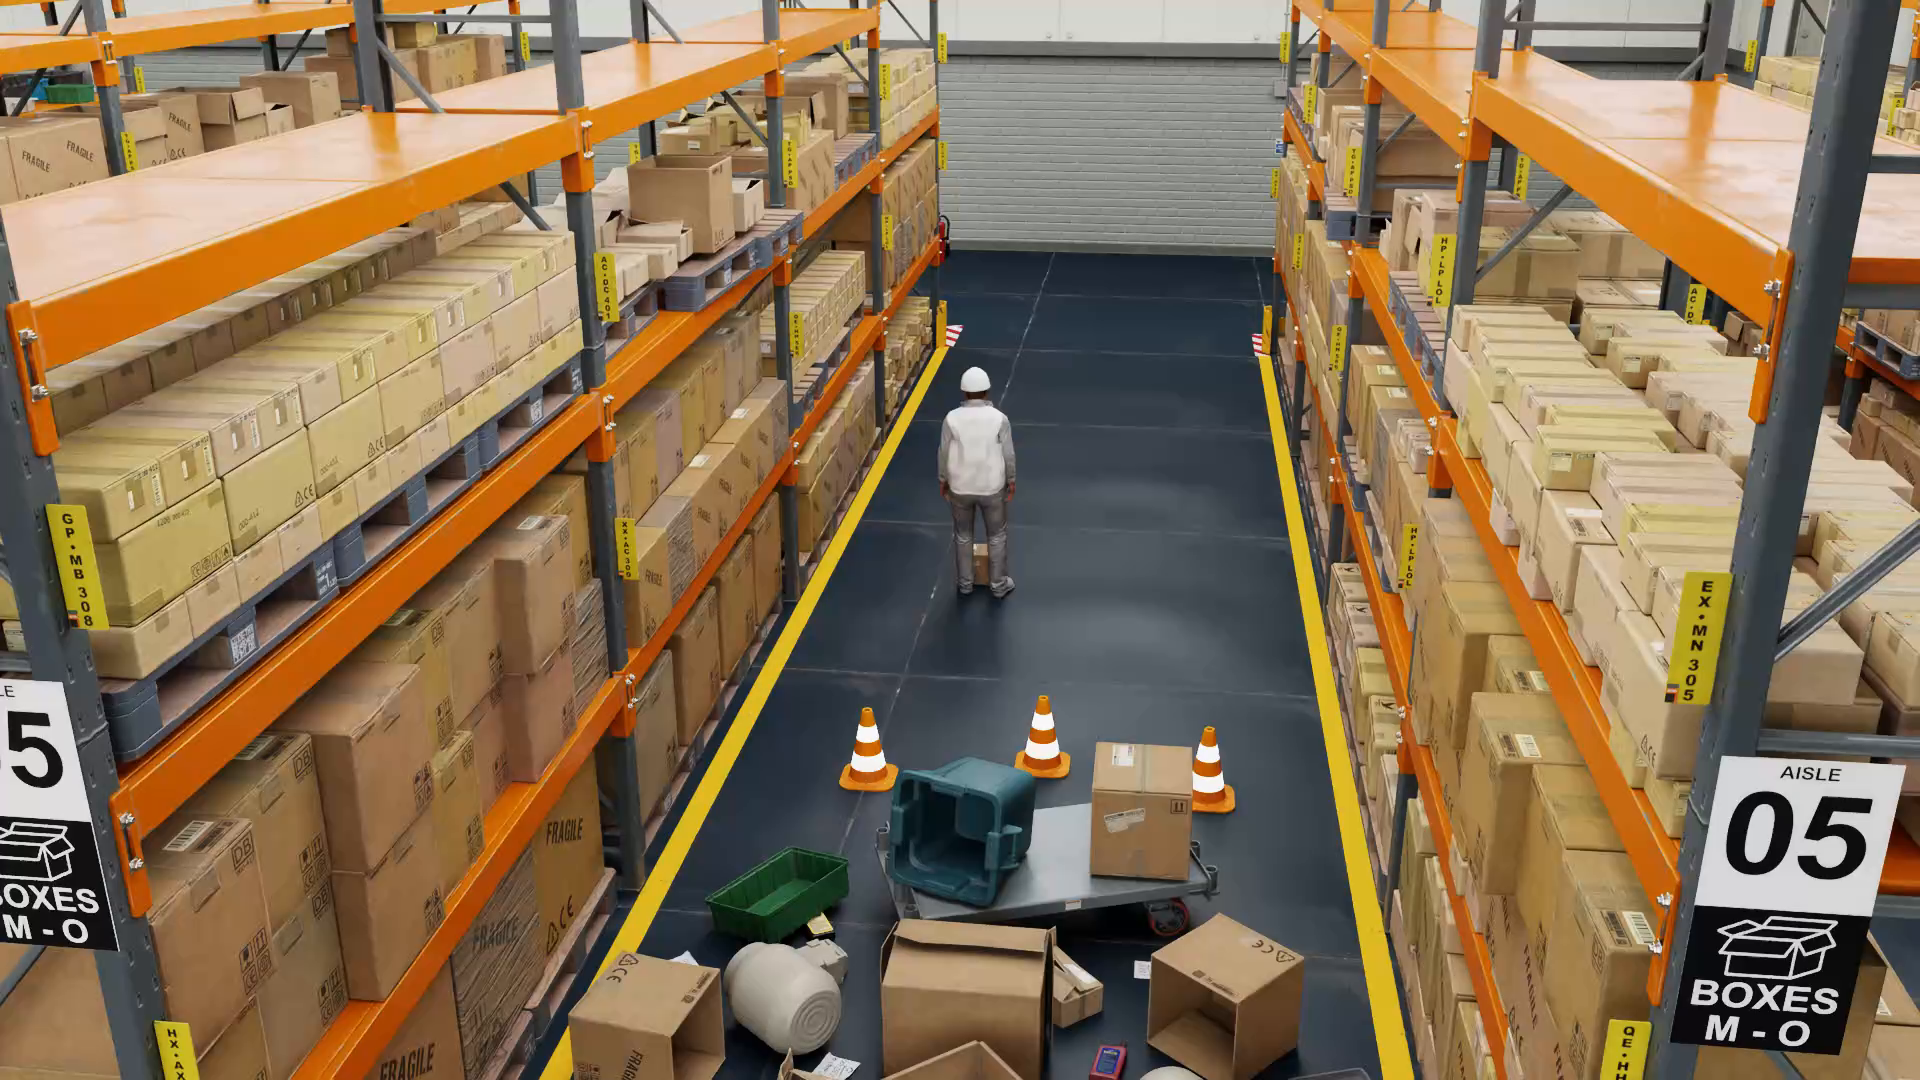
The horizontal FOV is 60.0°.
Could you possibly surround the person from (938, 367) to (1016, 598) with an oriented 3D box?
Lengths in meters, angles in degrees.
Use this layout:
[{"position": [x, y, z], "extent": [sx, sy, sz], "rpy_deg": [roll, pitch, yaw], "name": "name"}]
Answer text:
[{"position": [0.128, -0.428, 12.586], "extent": [0.589, 1.772, 0.464], "rpy_deg": [2, 21, 5], "name": "person"}]
